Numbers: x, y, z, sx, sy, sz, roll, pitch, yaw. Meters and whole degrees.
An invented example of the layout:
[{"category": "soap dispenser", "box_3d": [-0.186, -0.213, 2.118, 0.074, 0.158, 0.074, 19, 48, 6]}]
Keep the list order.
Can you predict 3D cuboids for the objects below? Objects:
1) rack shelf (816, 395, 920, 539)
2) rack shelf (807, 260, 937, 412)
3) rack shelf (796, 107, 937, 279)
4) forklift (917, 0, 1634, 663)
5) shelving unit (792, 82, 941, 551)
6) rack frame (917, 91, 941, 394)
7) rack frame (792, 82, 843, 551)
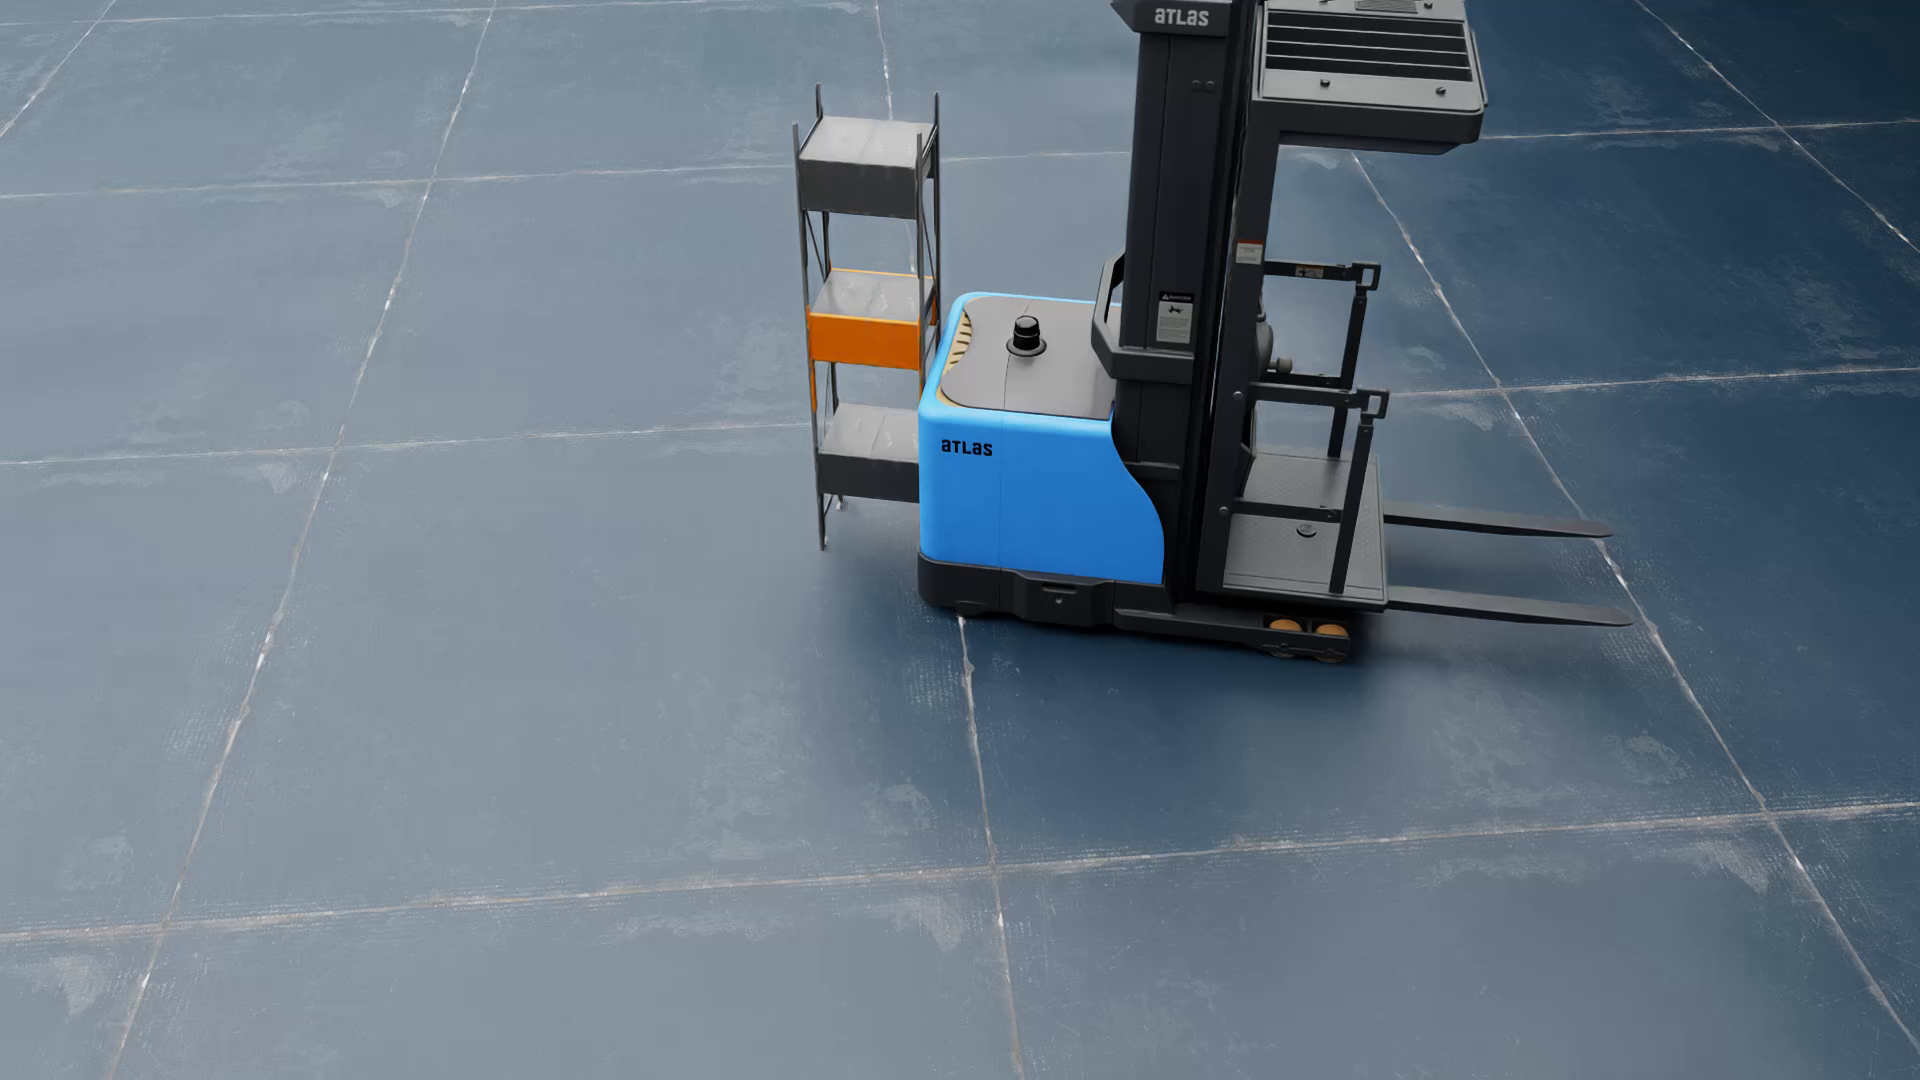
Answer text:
[{"category": "rack shelf", "box_3d": [-0.364, -0.309, 7.598, 0.480, 0.518, 0.431, 6, 39, 8]}, {"category": "rack shelf", "box_3d": [-0.364, -0.858, 7.164, 0.480, 0.518, 0.431, 6, 39, 8]}, {"category": "rack shelf", "box_3d": [-0.364, -1.408, 6.731, 0.480, 0.518, 0.431, 6, 39, 8]}, {"category": "forklift", "box_3d": [1.380, -0.984, 6.631, 3.031, 2.935, 1.130, 6, 39, 7]}, {"category": "shelving unit", "box_3d": [-0.364, -0.869, 7.156, 0.503, 2.100, 0.431, 6, 39, 8]}, {"category": "rack frame", "box_3d": [-0.124, -0.842, 7.123, 0.015, 2.100, 0.400, 6, 39, 8]}, {"category": "rack frame", "box_3d": [-0.604, -0.895, 7.189, 0.015, 2.100, 0.400, 6, 39, 8]}]
